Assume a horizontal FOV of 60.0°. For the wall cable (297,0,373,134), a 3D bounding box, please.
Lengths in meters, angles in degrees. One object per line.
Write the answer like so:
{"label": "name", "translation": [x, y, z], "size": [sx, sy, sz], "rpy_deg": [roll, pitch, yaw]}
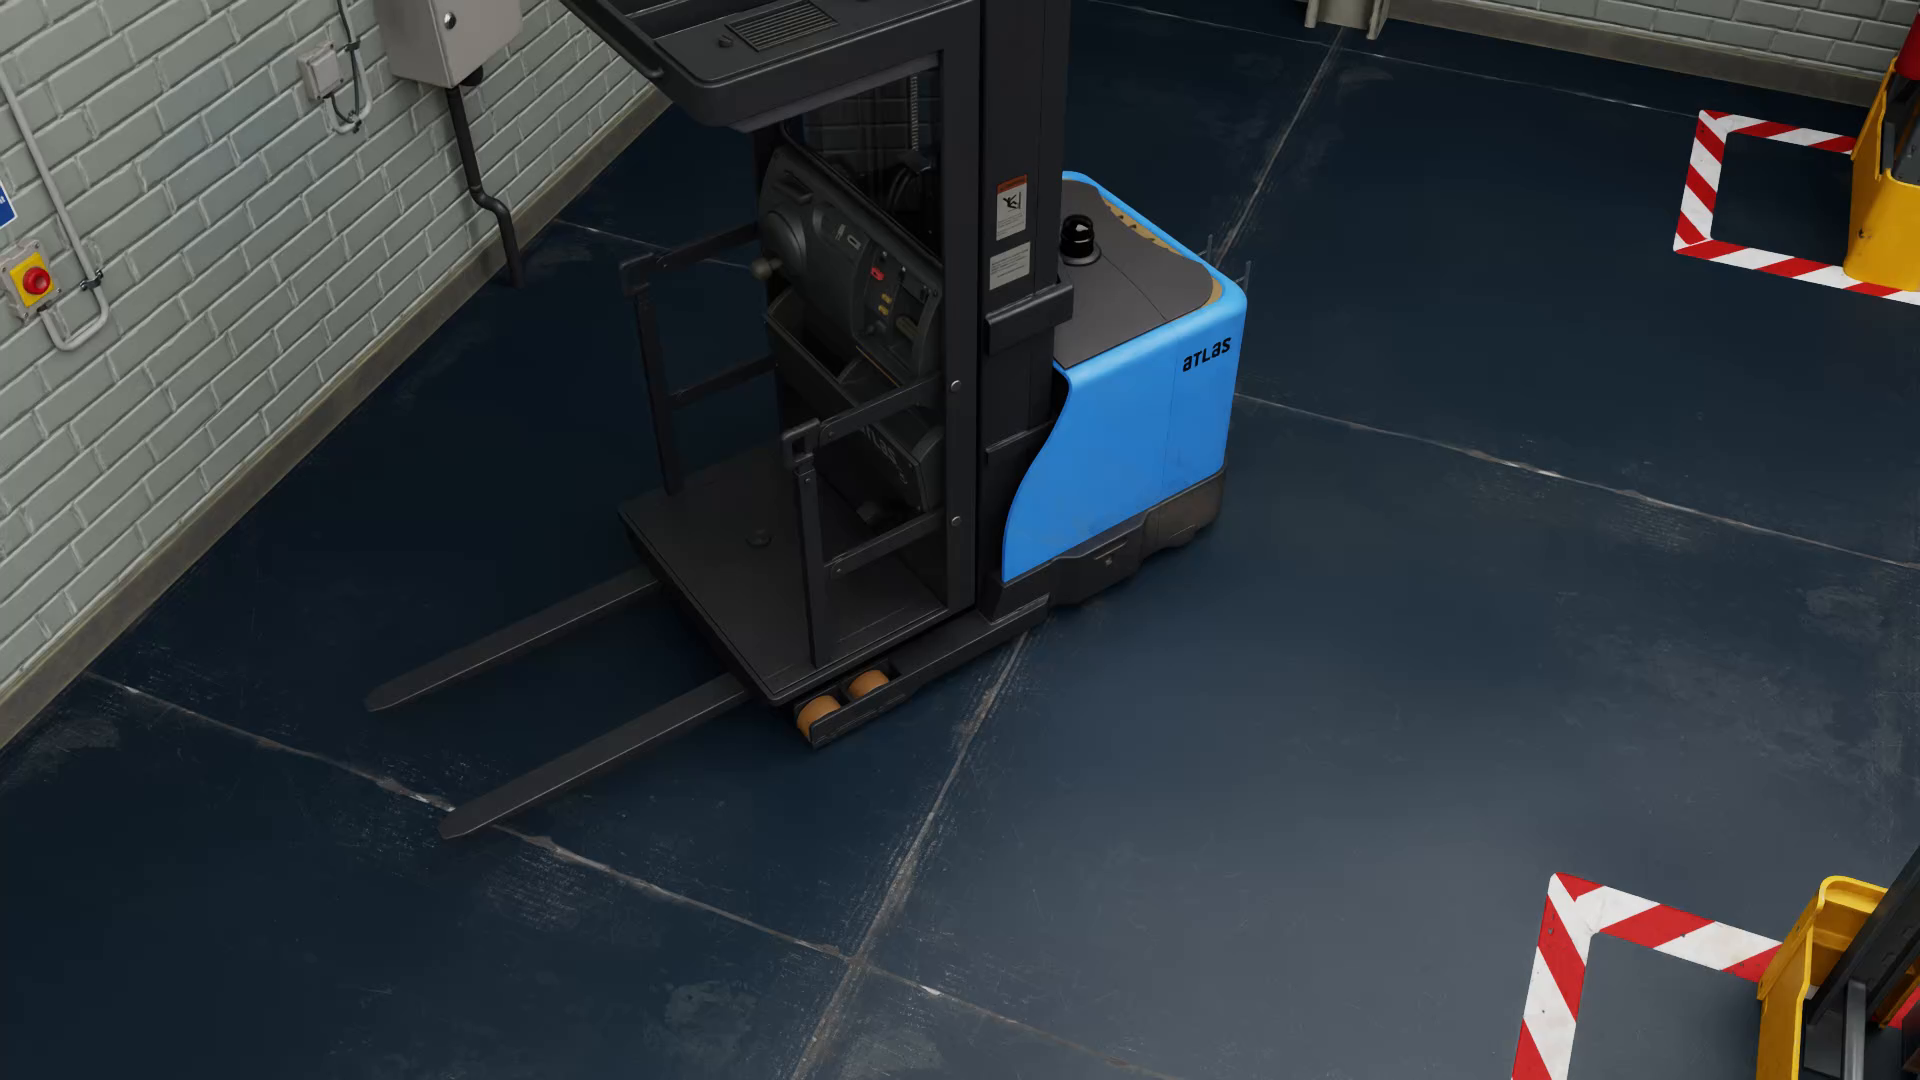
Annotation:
{"label": "wall cable", "translation": [-2.328, -2.162, 5.576], "size": [0.122, 1.984, 0.588], "rpy_deg": [16, 47, 16]}

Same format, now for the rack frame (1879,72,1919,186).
{"label": "rack frame", "translation": [4.257, -2.591, 6.728], "size": [0.127, 3.000, 1.000], "rpy_deg": [16, 47, 16]}

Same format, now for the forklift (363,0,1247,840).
{"label": "forklift", "translation": [-0.515, -0.783, 4.959], "size": [3.031, 2.935, 1.130], "rpy_deg": [-26, 51, -24]}

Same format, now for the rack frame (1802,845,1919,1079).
{"label": "rack frame", "translation": [2.349, 0.641, 3.479], "size": [0.127, 3.000, 1.000], "rpy_deg": [16, 47, 16]}

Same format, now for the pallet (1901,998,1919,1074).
{"label": "pallet", "translation": [3.117, 1.795, 4.296], "size": [1.213, 0.211, 1.003], "rpy_deg": [16, 47, 16]}

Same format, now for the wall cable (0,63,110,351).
{"label": "wall cable", "translation": [-2.864, -1.247, 4.634], "size": [0.123, 1.953, 0.585], "rpy_deg": [16, 47, 16]}

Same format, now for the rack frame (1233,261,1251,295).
{"label": "rack frame", "translation": [0.949, -0.634, 6.249], "size": [0.240, 0.900, 0.006], "rpy_deg": [-28, 51, -25]}

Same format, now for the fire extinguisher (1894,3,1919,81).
{"label": "fire extinguisher", "translation": [3.943, -2.171, 6.624], "size": [0.183, 0.674, 0.296], "rpy_deg": [16, 47, 16]}

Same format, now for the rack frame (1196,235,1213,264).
{"label": "rack frame", "translation": [0.828, -0.749, 6.365], "size": [0.240, 0.900, 0.006], "rpy_deg": [-28, 51, -25]}

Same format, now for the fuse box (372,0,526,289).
{"label": "fuse box", "translation": [-1.920, -1.746, 6.792], "size": [0.414, 1.711, 0.539], "rpy_deg": [16, 47, 16]}

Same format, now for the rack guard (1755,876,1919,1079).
{"label": "rack guard", "translation": [2.327, 1.520, 4.368], "size": [0.348, 0.500, 1.175], "rpy_deg": [16, 47, 16]}

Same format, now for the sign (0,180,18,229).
{"label": "sign", "translation": [-2.939, -0.956, 4.893], "size": [0.001, 0.218, 0.327], "rpy_deg": [16, 47, 16]}

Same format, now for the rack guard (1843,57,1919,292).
{"label": "rack guard", "translation": [4.327, -1.685, 7.589], "size": [0.348, 0.500, 1.175], "rpy_deg": [16, 47, 16]}

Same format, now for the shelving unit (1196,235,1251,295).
{"label": "shelving unit", "translation": [0.888, -0.691, 6.307], "size": [0.258, 0.900, 0.210], "rpy_deg": [-28, 51, -25]}

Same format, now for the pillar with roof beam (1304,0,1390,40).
{"label": "pillar with roof beam", "translation": [0.458, -3.235, 3.121], "size": [0.400, 9.000, 9.100], "rpy_deg": [16, 47, 16]}
